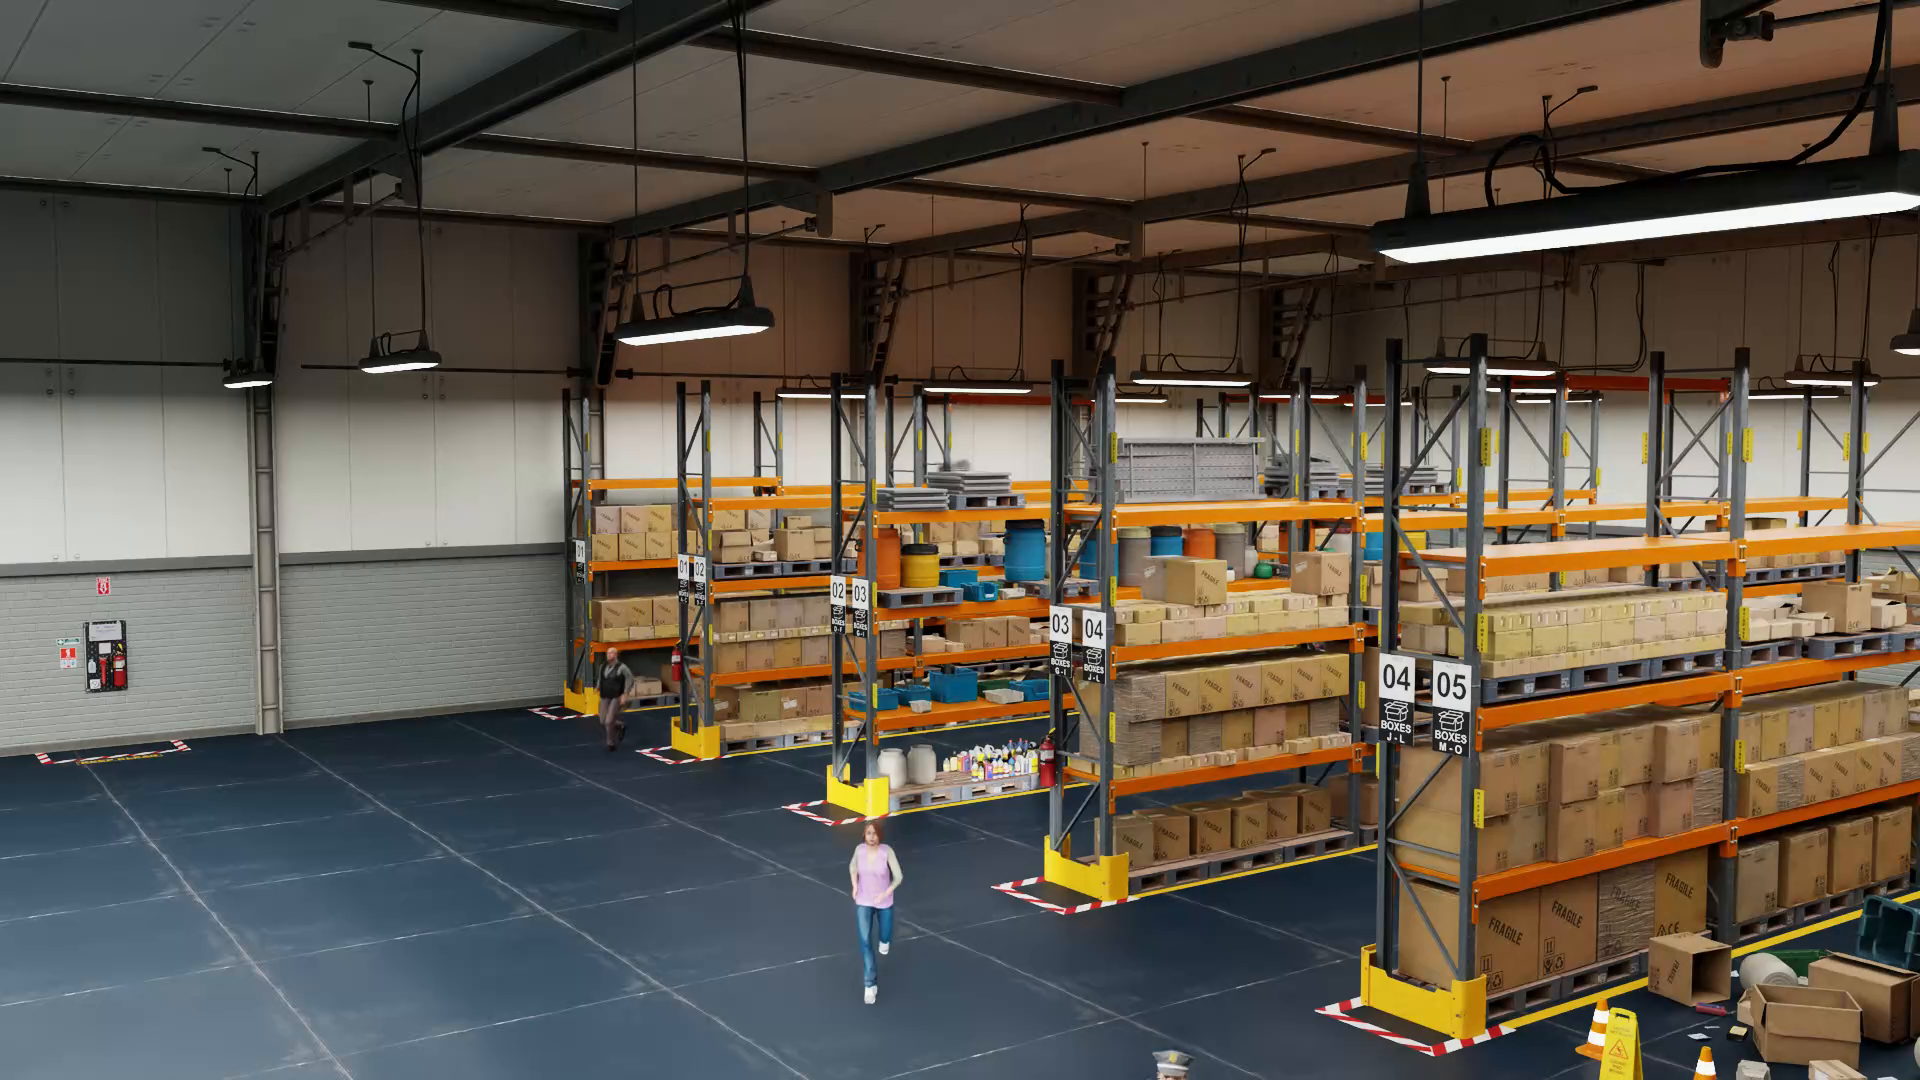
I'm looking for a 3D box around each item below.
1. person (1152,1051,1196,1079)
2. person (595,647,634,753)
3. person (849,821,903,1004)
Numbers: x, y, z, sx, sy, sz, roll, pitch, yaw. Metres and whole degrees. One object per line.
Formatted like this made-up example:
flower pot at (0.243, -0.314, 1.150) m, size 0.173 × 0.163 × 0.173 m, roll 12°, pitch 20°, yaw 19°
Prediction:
person at (1.217, 3.723, 9.627) m, size 0.642 × 1.683 × 0.839 m, roll 1°, pitch 4°, yaw 9°
person at (-5.650, 2.628, 27.158) m, size 0.695 × 1.622 × 0.640 m, roll 2°, pitch 4°, yaw 28°
person at (-0.788, 3.399, 15.521) m, size 0.510 × 1.592 × 0.994 m, roll 0°, pitch 4°, yaw 1°
